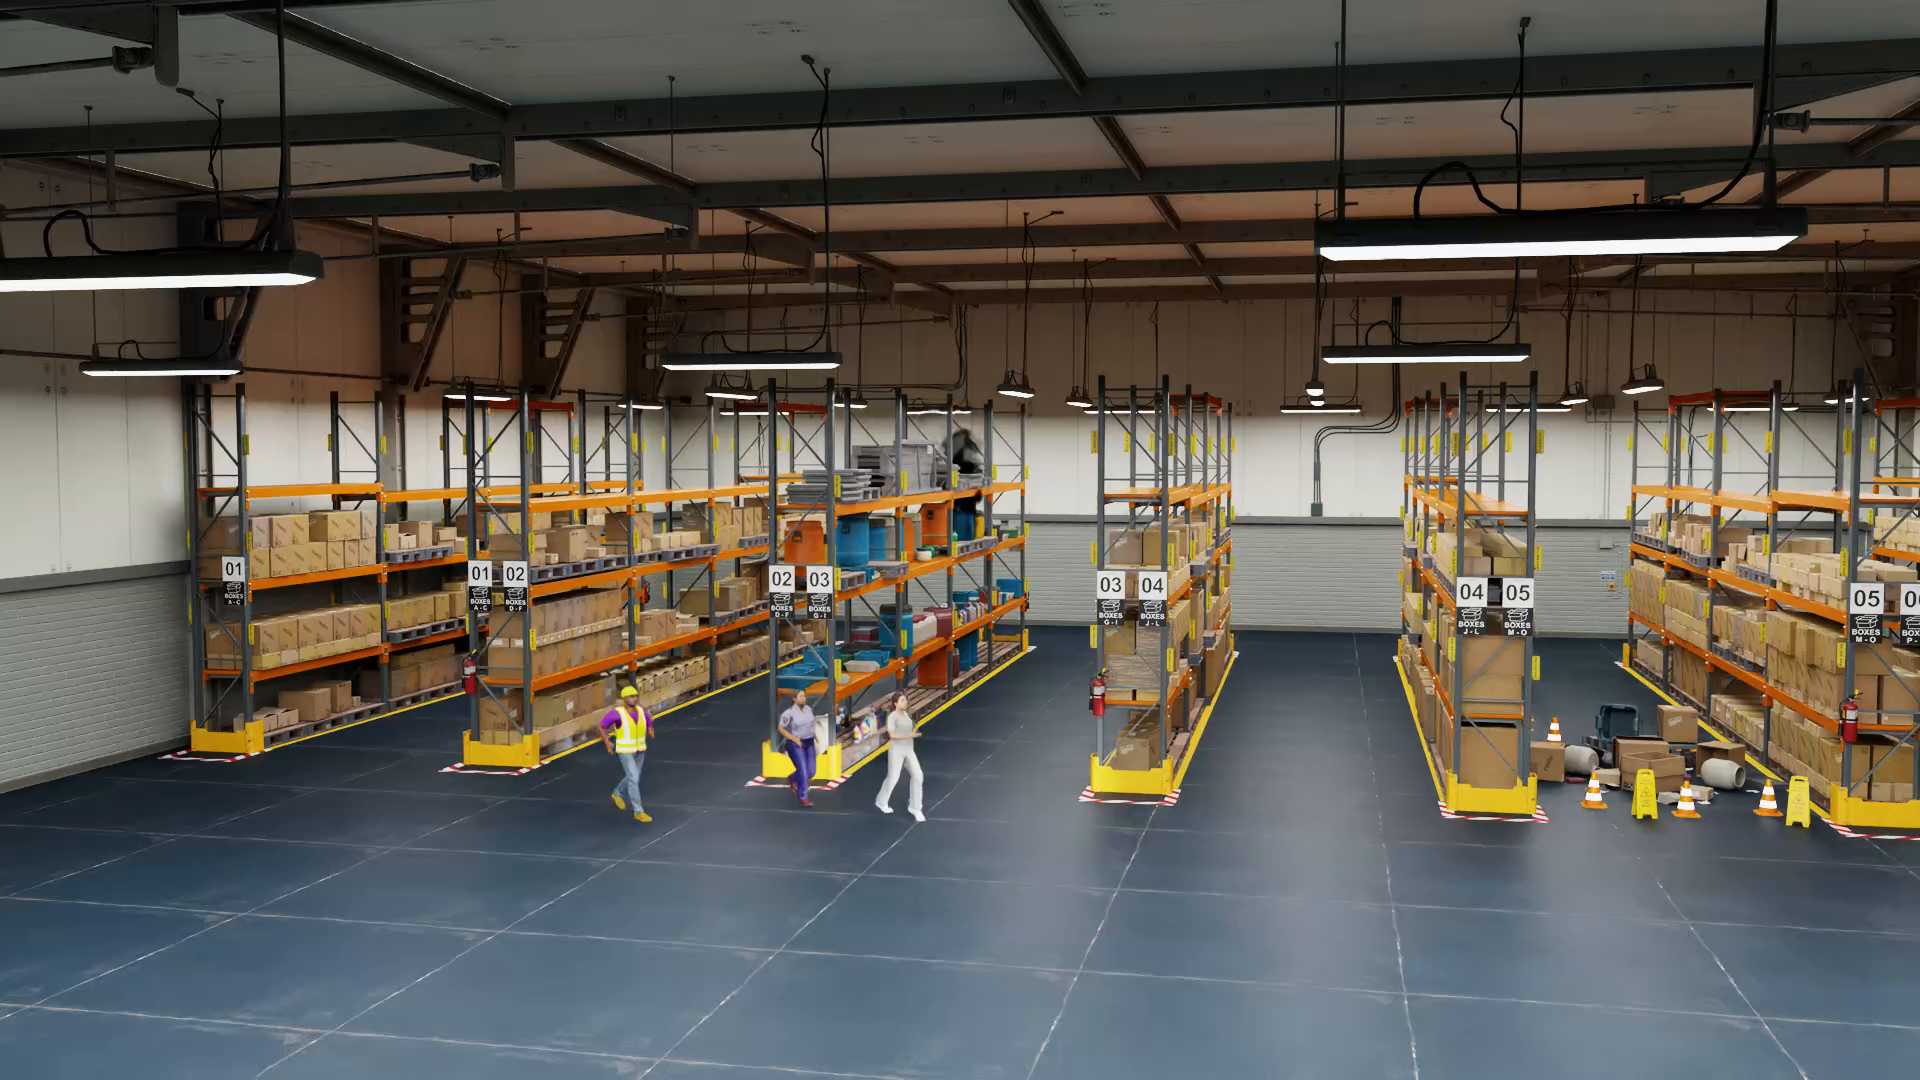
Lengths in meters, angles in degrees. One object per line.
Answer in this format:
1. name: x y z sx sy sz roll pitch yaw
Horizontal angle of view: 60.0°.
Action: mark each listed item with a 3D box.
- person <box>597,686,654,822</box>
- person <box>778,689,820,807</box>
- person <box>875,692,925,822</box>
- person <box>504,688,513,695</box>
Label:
1. person: -4.395 2.821 22.190 0.986 1.750 0.717 3 4 42
2. person: -2.264 2.882 23.174 0.630 1.592 0.651 -3 5 -44
3. person: -0.815 2.884 22.253 0.781 1.721 0.535 3 4 41
4. person: -7.909 2.422 29.721 0.676 1.751 0.886 0 3 8
